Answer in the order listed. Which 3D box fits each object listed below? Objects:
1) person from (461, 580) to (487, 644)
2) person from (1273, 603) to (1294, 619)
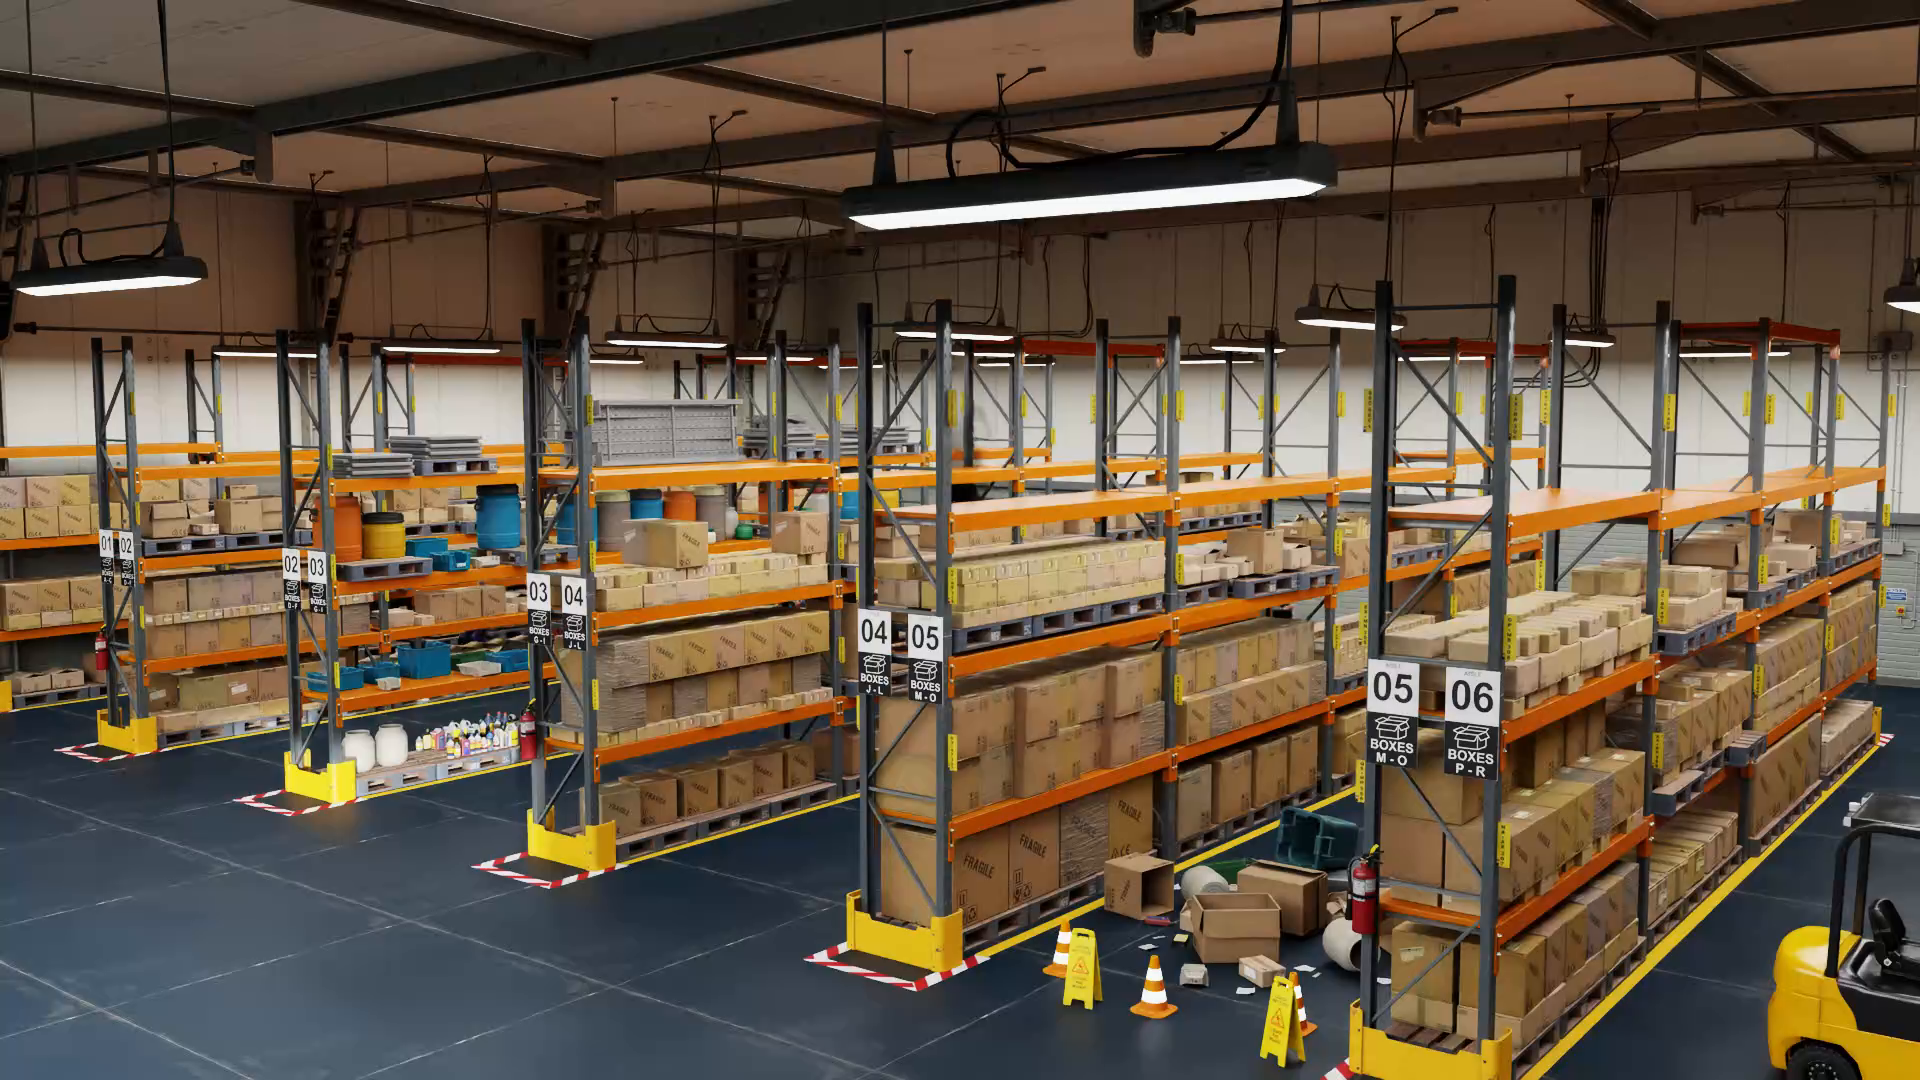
[{"bbox_3d":[-9.379,1.567,32.132,0.583,1.606,0.566,3,6,33],"label":"person"},{"bbox_3d":[6.135,1.553,31.743,0.631,1.733,0.803,-3,6,-32],"label":"person"}]
